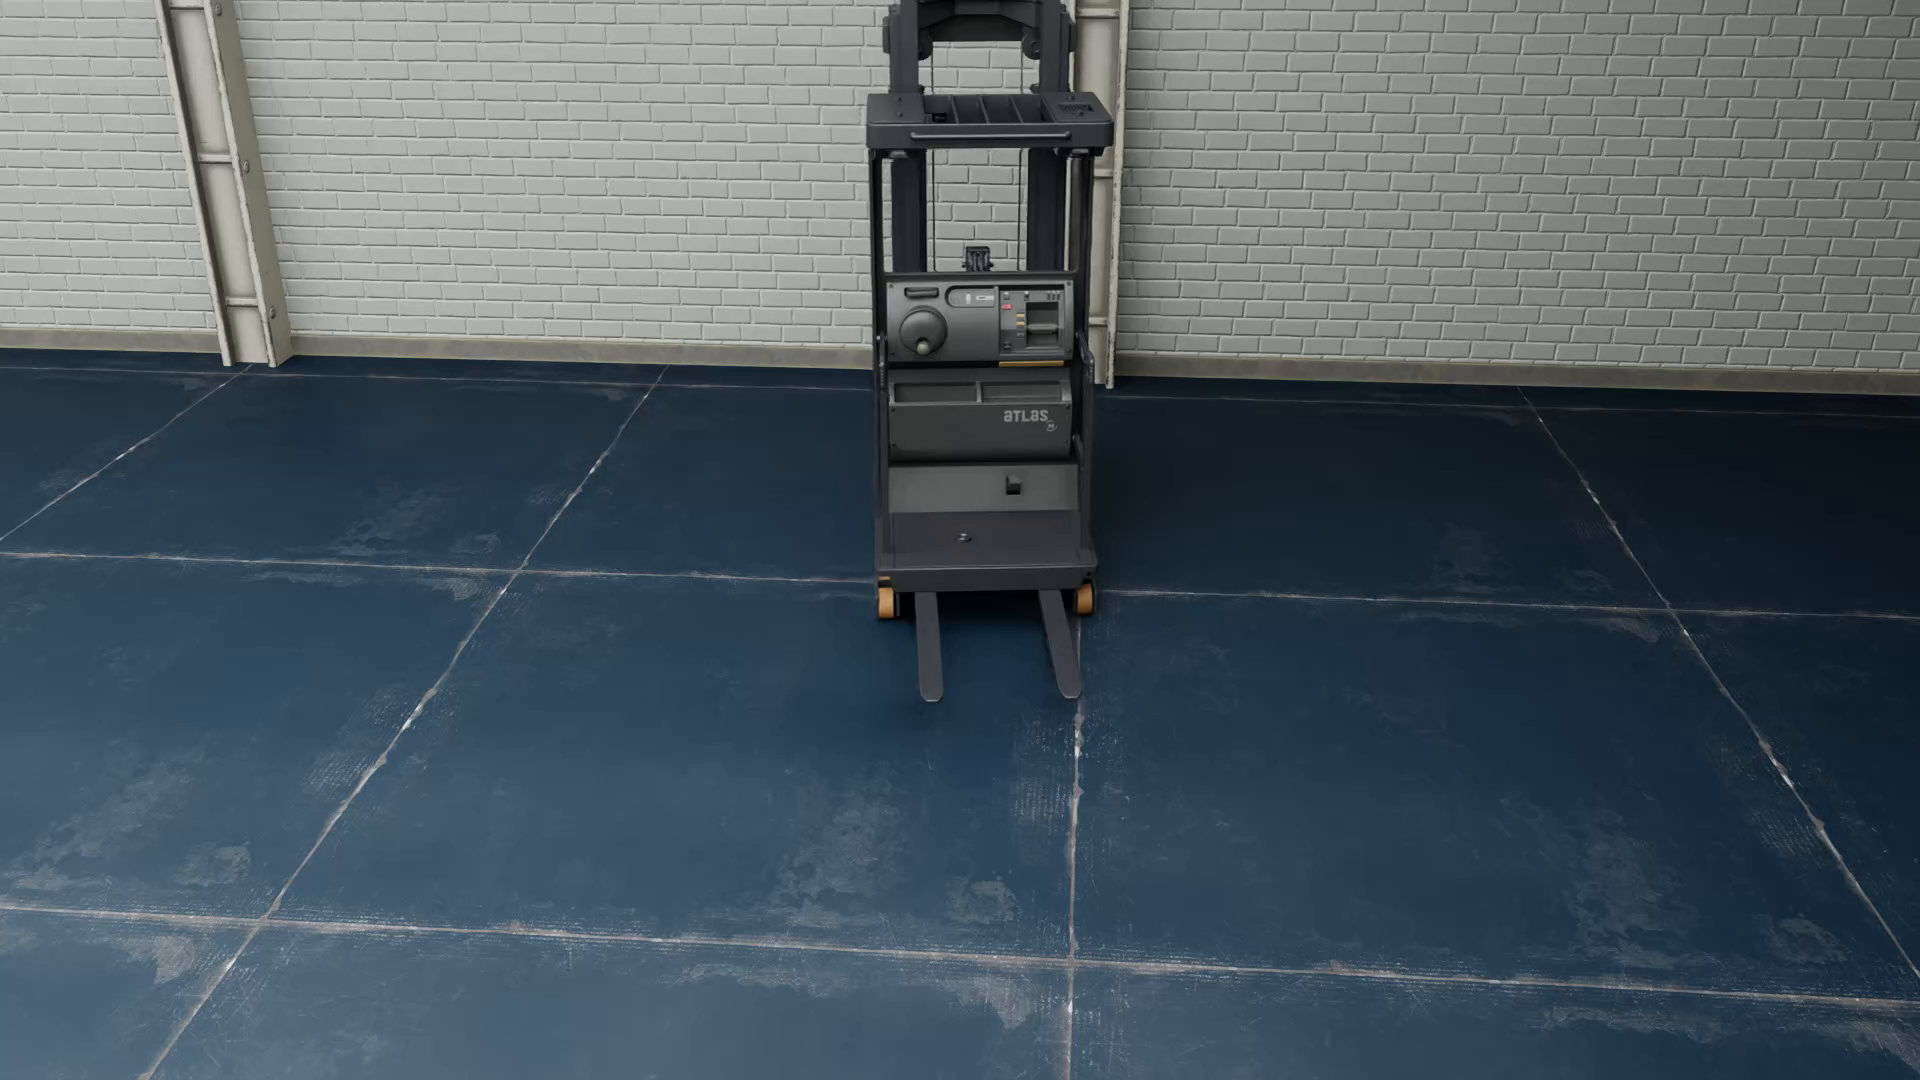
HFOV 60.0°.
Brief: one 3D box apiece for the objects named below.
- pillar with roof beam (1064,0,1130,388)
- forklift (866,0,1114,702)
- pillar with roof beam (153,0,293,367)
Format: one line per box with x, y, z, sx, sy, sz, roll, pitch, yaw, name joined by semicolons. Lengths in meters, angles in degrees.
0.553;-3.416;5.908;0.400;9.000;9.100;2;25;4;pillar with roof beam
0.114;-1.069;8.068;1.130;2.935;3.031;-1;25;-2;forklift
-5.429;-3.608;6.326;0.400;9.000;9.100;2;25;4;pillar with roof beam
